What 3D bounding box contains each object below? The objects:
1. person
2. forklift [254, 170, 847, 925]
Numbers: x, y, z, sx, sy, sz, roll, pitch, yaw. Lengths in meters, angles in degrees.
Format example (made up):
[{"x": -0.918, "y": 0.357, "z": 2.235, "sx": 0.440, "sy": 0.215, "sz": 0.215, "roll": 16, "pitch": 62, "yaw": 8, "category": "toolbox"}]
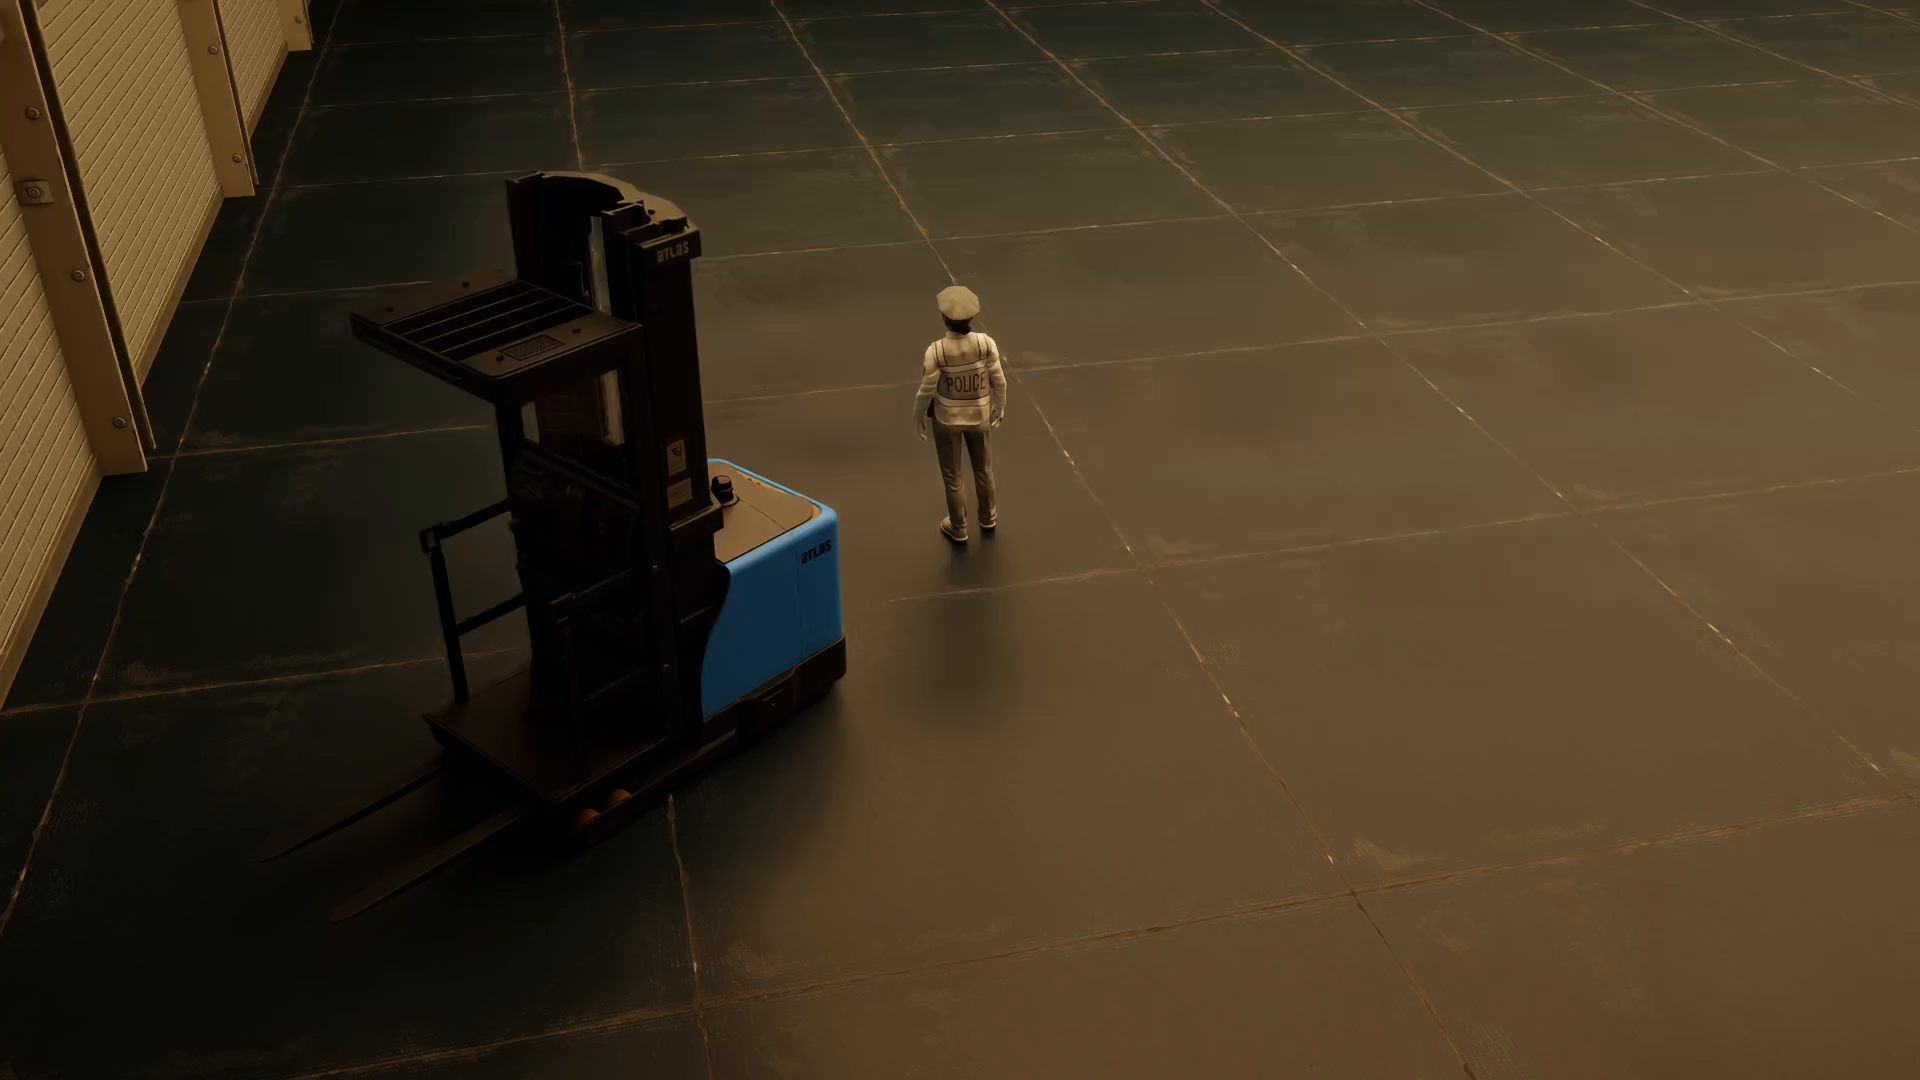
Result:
[{"x": -0.010, "y": -0.774, "z": 10.131, "sx": 0.588, "sy": 1.695, "sz": 0.531, "roll": -7, "pitch": 31, "yaw": -12, "category": "person"}, {"x": -1.968, "y": -0.097, "z": 7.741, "sx": 1.130, "sy": 2.935, "sz": 3.031, "roll": 24, "pitch": 38, "yaw": 35, "category": "forklift"}]
